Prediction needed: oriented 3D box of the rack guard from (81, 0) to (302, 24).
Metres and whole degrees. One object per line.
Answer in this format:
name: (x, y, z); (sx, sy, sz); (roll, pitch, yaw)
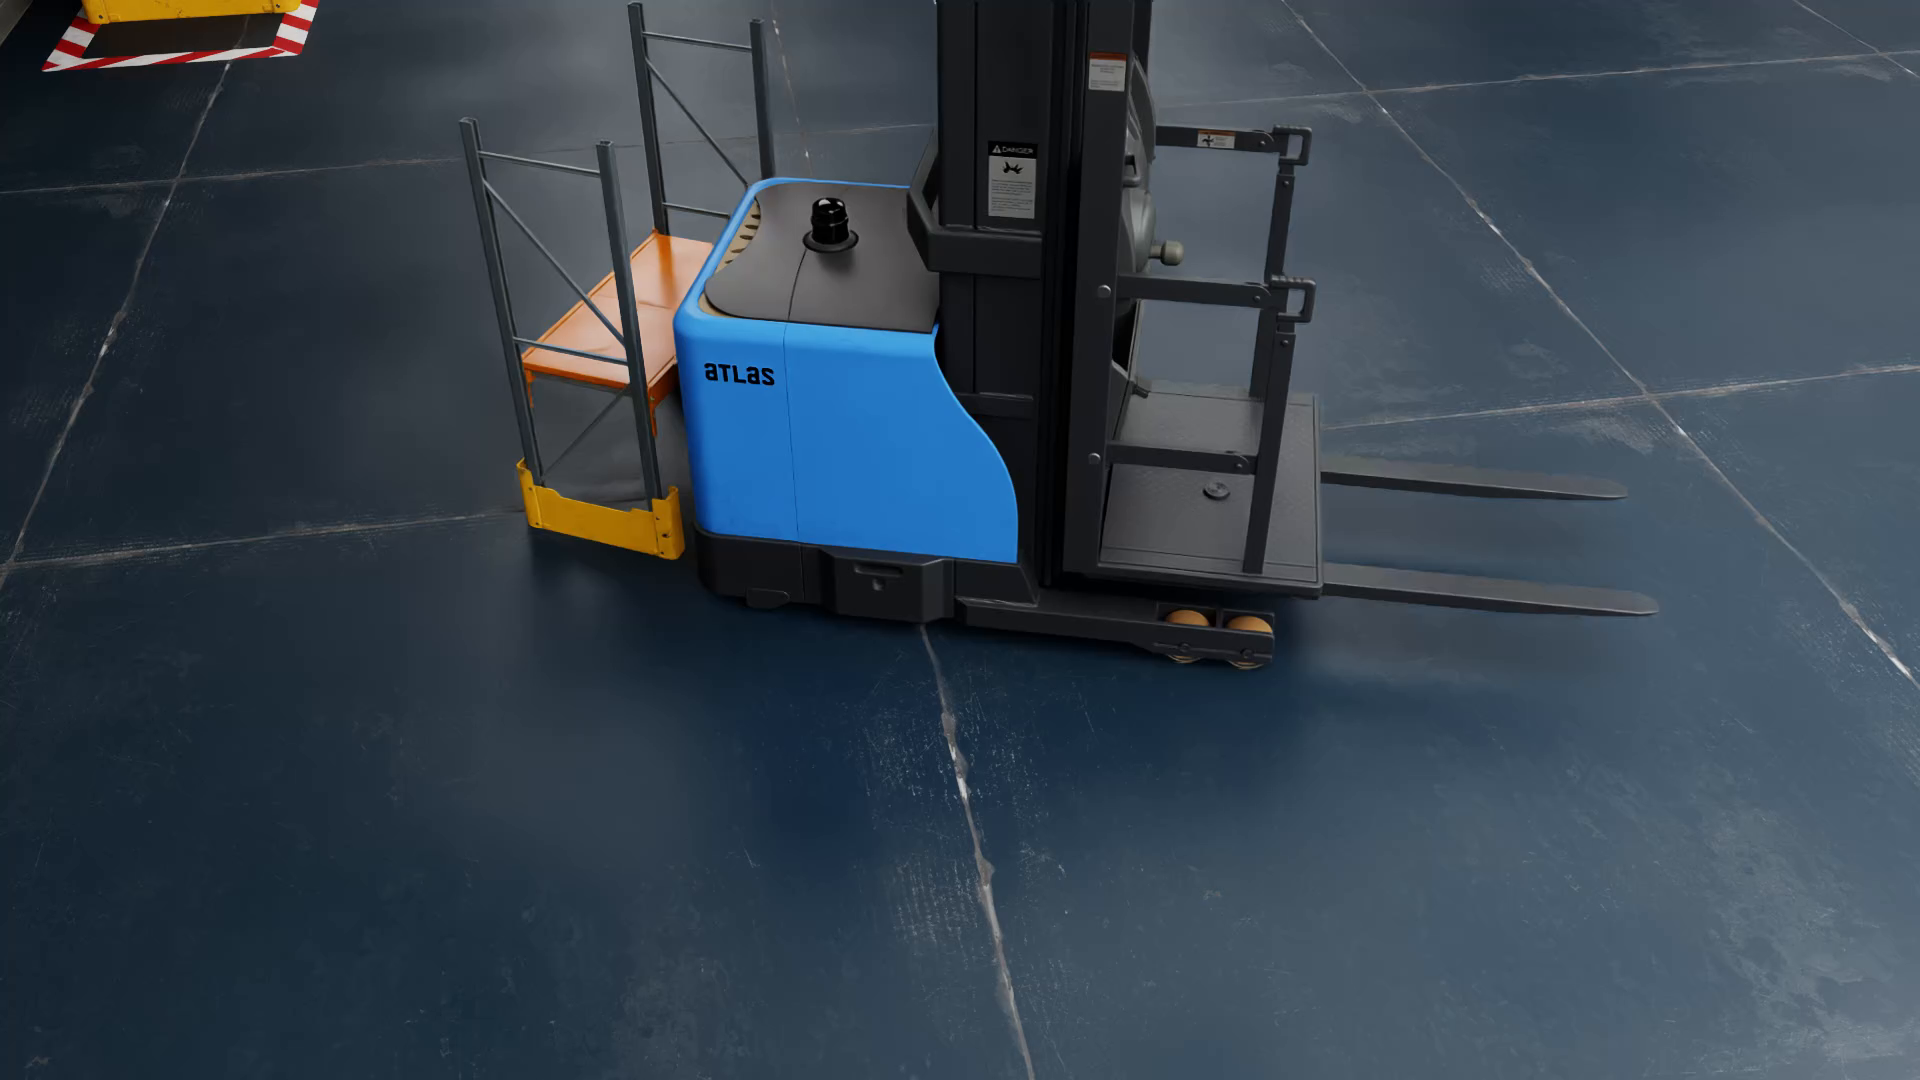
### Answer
rack guard: (-4.484, -3.328, 9.626); (1.175, 0.500, 0.348); (-6, 38, -8)

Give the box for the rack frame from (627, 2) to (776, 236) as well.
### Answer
rack frame: (-0.890, -1.183, 6.050); (0.500, 1.500, 0.032); (12, 40, 16)

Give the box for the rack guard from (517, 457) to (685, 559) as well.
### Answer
rack guard: (-1.228, -0.114, 5.692); (0.587, 0.250, 0.087); (12, 40, 16)

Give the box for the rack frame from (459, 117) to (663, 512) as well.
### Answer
rack frame: (-1.235, -0.596, 5.295); (0.500, 1.500, 0.032); (12, 40, 16)

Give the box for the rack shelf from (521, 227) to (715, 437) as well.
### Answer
rack shelf: (-1.062, -0.747, 5.783); (0.538, 0.185, 1.000); (12, 40, 16)

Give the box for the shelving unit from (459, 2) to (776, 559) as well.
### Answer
shelving unit: (-1.059, -0.895, 5.679); (0.587, 1.500, 1.083); (12, 40, 16)

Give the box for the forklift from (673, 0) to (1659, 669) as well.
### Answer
forklift: (0.702, -1.105, 4.783); (3.031, 2.935, 1.130); (6, 38, 7)
